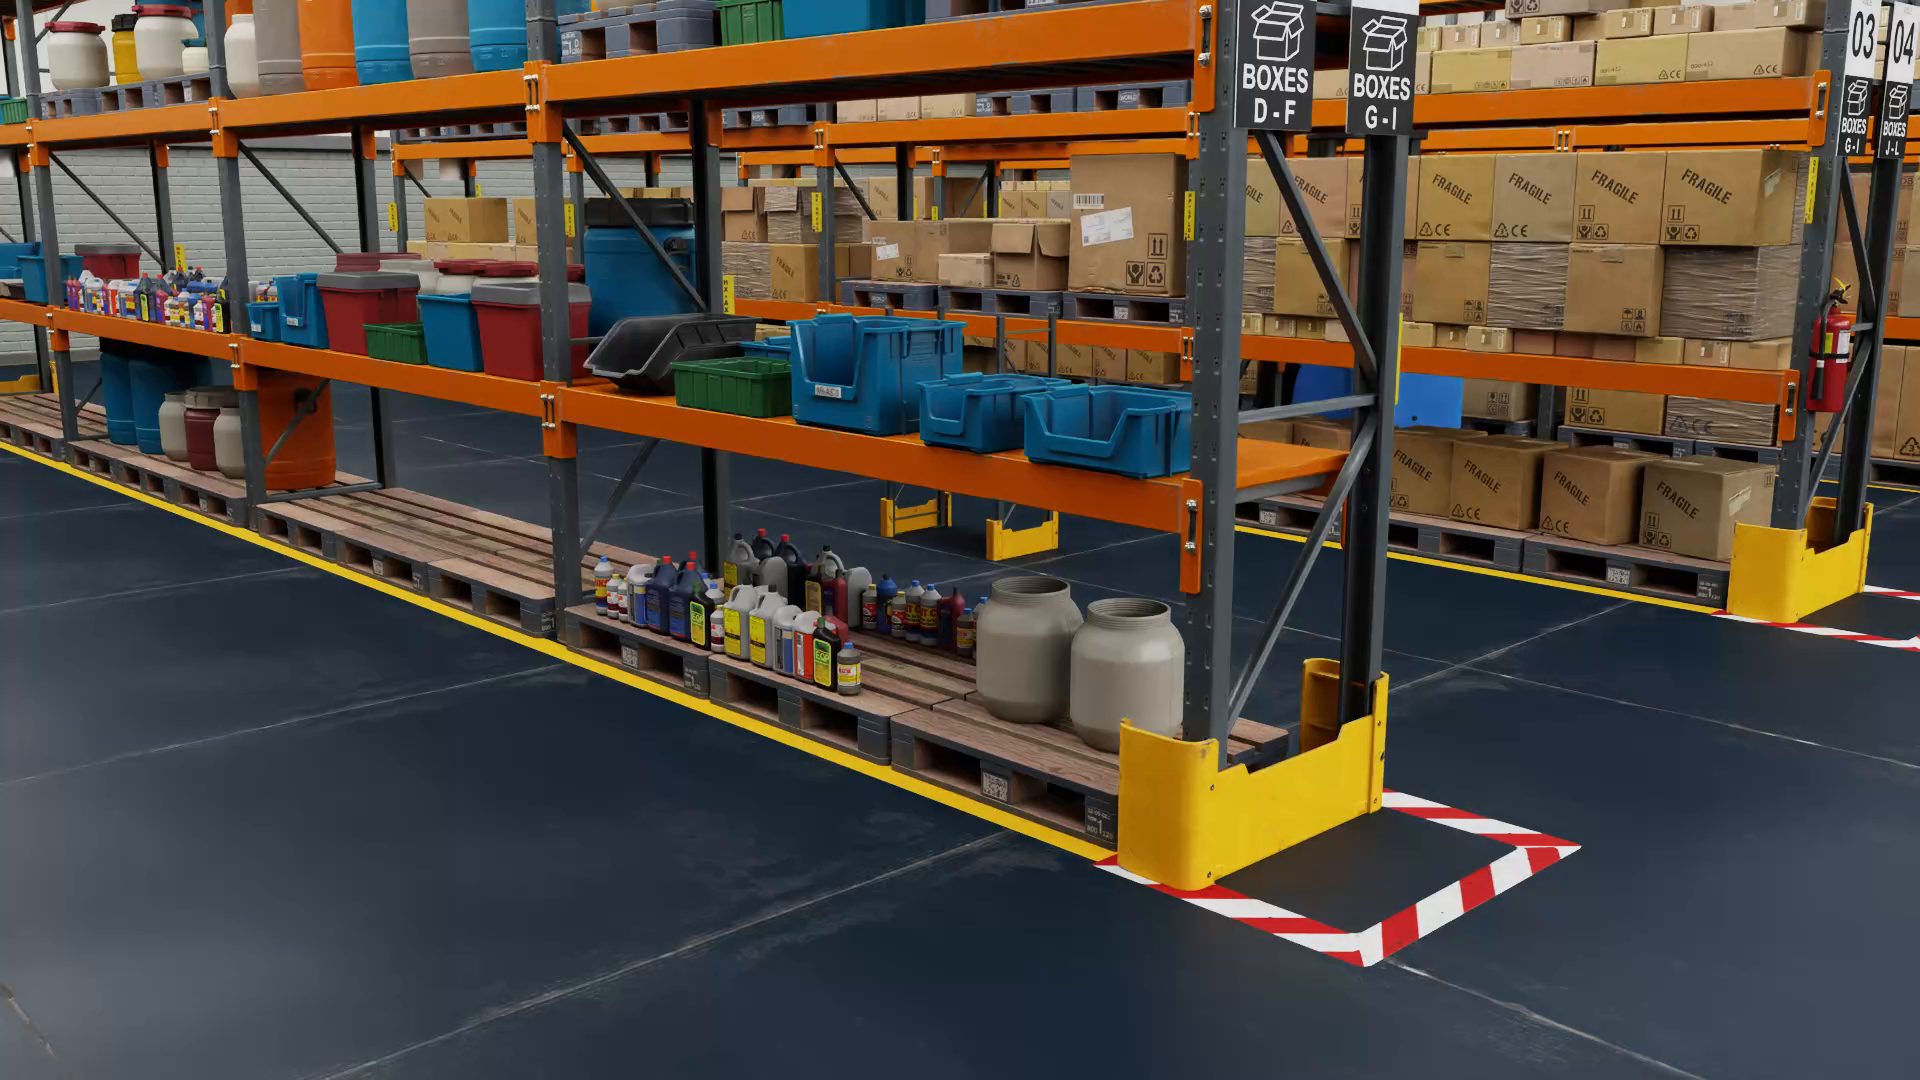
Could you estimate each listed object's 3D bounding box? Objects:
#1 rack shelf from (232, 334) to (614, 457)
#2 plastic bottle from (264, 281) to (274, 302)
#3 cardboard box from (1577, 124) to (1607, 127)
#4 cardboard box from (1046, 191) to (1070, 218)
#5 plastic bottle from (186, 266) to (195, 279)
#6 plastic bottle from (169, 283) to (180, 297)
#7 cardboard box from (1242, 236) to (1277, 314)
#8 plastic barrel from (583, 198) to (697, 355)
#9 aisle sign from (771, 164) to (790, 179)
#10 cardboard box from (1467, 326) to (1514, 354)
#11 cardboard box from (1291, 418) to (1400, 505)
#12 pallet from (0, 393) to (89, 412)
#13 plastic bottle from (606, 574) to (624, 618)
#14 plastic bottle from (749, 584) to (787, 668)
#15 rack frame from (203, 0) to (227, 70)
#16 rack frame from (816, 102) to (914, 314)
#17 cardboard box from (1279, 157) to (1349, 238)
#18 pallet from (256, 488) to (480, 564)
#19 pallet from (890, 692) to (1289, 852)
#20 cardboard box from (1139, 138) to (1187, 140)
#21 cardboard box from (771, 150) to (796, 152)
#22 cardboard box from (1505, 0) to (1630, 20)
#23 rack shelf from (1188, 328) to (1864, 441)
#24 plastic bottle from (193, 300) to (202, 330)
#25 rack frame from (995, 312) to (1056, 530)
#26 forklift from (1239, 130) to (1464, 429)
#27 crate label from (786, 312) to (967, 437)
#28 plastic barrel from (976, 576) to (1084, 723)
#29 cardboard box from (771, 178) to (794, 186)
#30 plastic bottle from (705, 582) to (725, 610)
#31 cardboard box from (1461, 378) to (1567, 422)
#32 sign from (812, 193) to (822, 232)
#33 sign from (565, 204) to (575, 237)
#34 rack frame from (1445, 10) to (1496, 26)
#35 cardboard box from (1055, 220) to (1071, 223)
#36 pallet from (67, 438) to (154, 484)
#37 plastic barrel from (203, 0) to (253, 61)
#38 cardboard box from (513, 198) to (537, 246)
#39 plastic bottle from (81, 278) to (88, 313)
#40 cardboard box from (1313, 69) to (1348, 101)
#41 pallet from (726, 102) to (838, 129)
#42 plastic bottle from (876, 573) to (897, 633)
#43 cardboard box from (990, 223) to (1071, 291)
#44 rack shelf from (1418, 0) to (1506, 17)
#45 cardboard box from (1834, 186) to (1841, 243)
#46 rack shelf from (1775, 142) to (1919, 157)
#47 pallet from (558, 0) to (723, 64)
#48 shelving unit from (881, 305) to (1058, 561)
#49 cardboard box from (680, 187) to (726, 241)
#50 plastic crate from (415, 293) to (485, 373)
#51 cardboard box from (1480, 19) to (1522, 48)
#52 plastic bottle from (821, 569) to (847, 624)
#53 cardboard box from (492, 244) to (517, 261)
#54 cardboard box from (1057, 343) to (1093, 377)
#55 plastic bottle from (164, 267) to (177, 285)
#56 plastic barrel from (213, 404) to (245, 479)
[{"bbox_3d":[-3.012,-0.951,9.878,1.077,0.370,4.000,-11,16,-43],"label":"rack shelf"},{"bbox_3d":[-5.224,-1.822,12.608,0.061,0.283,0.133,-11,16,-43],"label":"plastic bottle"},{"bbox_3d":[7.430,-4.968,19.900,0.797,0.503,0.637,-11,16,-43],"label":"cardboard box"},{"bbox_3d":[1.680,-5.115,25.577,0.500,0.500,0.500,-11,16,-43],"label":"cardboard box"},{"bbox_3d":[-6.284,-2.067,13.631,0.144,0.351,0.185,-11,16,-43],"label":"plastic bottle"},{"bbox_3d":[-5.794,-1.752,12.270,0.061,0.283,0.133,-11,16,-43],"label":"plastic bottle"},{"bbox_3d":[2.217,-1.822,11.338,0.875,0.500,0.500,-11,16,-43],"label":"cardboard box"},{"bbox_3d":[-1.679,-1.356,8.816,0.600,0.901,0.708,-11,16,-43],"label":"plastic barrel"},{"bbox_3d":[-2.512,-5.455,23.514,0.394,0.787,0.004,-11,16,-43],"label":"aisle sign"},{"bbox_3d":[3.255,-1.212,9.984,0.380,0.149,0.250,-11,16,-43],"label":"cardboard box"},{"bbox_3d":[2.599,-0.537,11.237,0.500,0.500,0.500,-5,13,-25],"label":"cardboard box"},{"bbox_3d":[-9.377,-1.271,16.560,1.003,0.211,1.213,-11,16,-43],"label":"pallet"},{"bbox_3d":[-1.658,0.266,8.032,0.097,0.201,0.097,0,12,0],"label":"plastic bottle"},{"bbox_3d":[-0.822,0.363,7.192,0.144,0.351,0.185,-10,15,-40],"label":"plastic bottle"},{"bbox_3d":[-4.394,-4.534,10.616,1.000,3.000,0.127,-11,16,-43],"label":"rack frame"},{"bbox_3d":[-0.811,-2.286,14.572,1.000,3.000,0.127,-11,16,-43],"label":"rack frame"},{"bbox_3d":[2.424,-2.212,10.754,0.500,0.500,0.500,-11,16,-43],"label":"cardboard box"},{"bbox_3d":[-3.887,-0.111,10.928,1.003,0.211,1.213,-11,16,-43],"label":"pallet"},{"bbox_3d":[0.487,0.814,6.437,1.003,0.211,1.213,-11,16,-43],"label":"pallet"},{"bbox_3d":[2.268,-4.528,17.775,0.500,0.500,0.500,-11,16,-43],"label":"cardboard box"},{"bbox_3d":[-2.193,-5.347,22.368,0.500,0.250,0.500,-10,15,-41],"label":"cardboard box"},{"bbox_3d":[3.460,-3.218,9.439,0.500,0.500,0.500,-11,16,-43],"label":"cardboard box"},{"bbox_3d":[3.332,-1.058,10.394,1.077,0.370,4.000,-11,16,-43],"label":"rack shelf"},{"bbox_3d":[-5.275,-1.565,11.566,0.097,0.201,0.097,0,12,0],"label":"plastic bottle"},{"bbox_3d":[0.410,-0.648,10.340,0.500,1.500,0.032,-11,16,-43],"label":"rack frame"},{"bbox_3d":[3.181,-2.200,14.326,1.130,2.935,3.031,-3,12,-13],"label":"forklift"},{"bbox_3d":[-0.336,-0.676,6.672,0.502,0.435,0.616,-11,16,-43],"label":"crate label"},{"bbox_3d":[0.275,0.426,6.533,0.421,0.512,0.421,0,12,0],"label":"plastic barrel"},{"bbox_3d":[-2.208,-4.639,22.530,0.500,0.500,0.500,-10,15,-41],"label":"cardboard box"},{"bbox_3d":[-1.115,0.329,7.554,0.097,0.271,0.097,0,12,0],"label":"plastic bottle"},{"bbox_3d":[5.114,-1.560,15.585,1.050,0.750,0.750,-11,16,-43],"label":"cardboard box"},{"bbox_3d":[-1.210,-2.775,14.077,0.100,0.325,0.005,-11,16,-43],"label":"sign"},{"bbox_3d":[-3.974,-3.255,16.934,0.100,0.325,0.005,-11,16,-43],"label":"sign"},{"bbox_3d":[6.356,-6.605,20.669,1.000,3.000,0.127,-11,16,-43],"label":"rack frame"},{"bbox_3d":[1.284,-3.533,18.733,0.380,0.149,0.250,-10,15,-40],"label":"cardboard box"},{"bbox_3d":[-6.653,-0.695,13.762,1.003,0.211,1.213,-11,16,-43],"label":"pallet"},{"bbox_3d":[-4.783,-3.564,11.238,0.600,0.830,0.708,-11,16,-43],"label":"plastic barrel"},{"bbox_3d":[-4.427,-3.412,17.817,0.500,0.500,0.500,-11,16,-42],"label":"cardboard box"},{"bbox_3d":[-6.959,-1.955,13.287,0.097,0.271,0.097,0,12,0],"label":"plastic bottle"},{"bbox_3d":[2.446,-2.920,10.587,0.500,0.250,0.500,-11,16,-43],"label":"cardboard box"},{"bbox_3d":[-1.294,-3.749,14.708,1.213,0.211,1.003,-10,15,-40],"label":"pallet"},{"bbox_3d":[-0.341,0.291,7.738,0.097,0.271,0.097,0,12,0],"label":"plastic bottle"},{"bbox_3d":[0.687,-2.198,12.851,0.797,0.503,0.637,-9,15,-37],"label":"cardboard box"},{"bbox_3d":[4.227,-5.060,15.946,1.077,0.370,4.000,-11,16,-43],"label":"rack shelf"},{"bbox_3d":[6.947,-2.684,13.456,0.875,0.550,0.500,-11,16,-43],"label":"cardboard box"},{"bbox_3d":[10.500,-3.908,16.794,1.077,0.370,4.000,-11,16,-43],"label":"rack shelf"},{"bbox_3d":[-1.062,-2.297,7.660,1.213,0.211,1.003,-11,16,-43],"label":"pallet"},{"bbox_3d":[0.053,-0.723,10.706,0.587,1.500,1.083,-11,16,-43],"label":"shelving unit"},{"bbox_3d":[-2.220,-3.127,15.924,0.797,0.503,0.637,-10,15,-41],"label":"cardboard box"},{"bbox_3d":[-2.618,-1.121,8.961,0.392,0.384,0.575,-11,16,-43],"label":"plastic crate"},{"bbox_3d":[3.247,-2.943,9.715,0.250,0.149,0.380,11,16,42],"label":"cardboard box"},{"bbox_3d":[-0.590,0.271,7.802,0.061,0.283,0.133,-11,16,-43],"label":"plastic bottle"},{"bbox_3d":[-4.780,-3.119,18.252,0.500,0.250,0.500,-10,16,-41],"label":"cardboard box"},{"bbox_3d":[1.469,-2.154,19.088,0.500,0.500,0.500,11,16,43],"label":"cardboard box"},{"bbox_3d":[-6.389,-2.046,13.533,0.144,0.351,0.185,-11,16,-43],"label":"plastic bottle"},{"bbox_3d":[-5.198,-0.722,12.105,0.421,0.512,0.421,0,12,0],"label":"plastic barrel"}]
